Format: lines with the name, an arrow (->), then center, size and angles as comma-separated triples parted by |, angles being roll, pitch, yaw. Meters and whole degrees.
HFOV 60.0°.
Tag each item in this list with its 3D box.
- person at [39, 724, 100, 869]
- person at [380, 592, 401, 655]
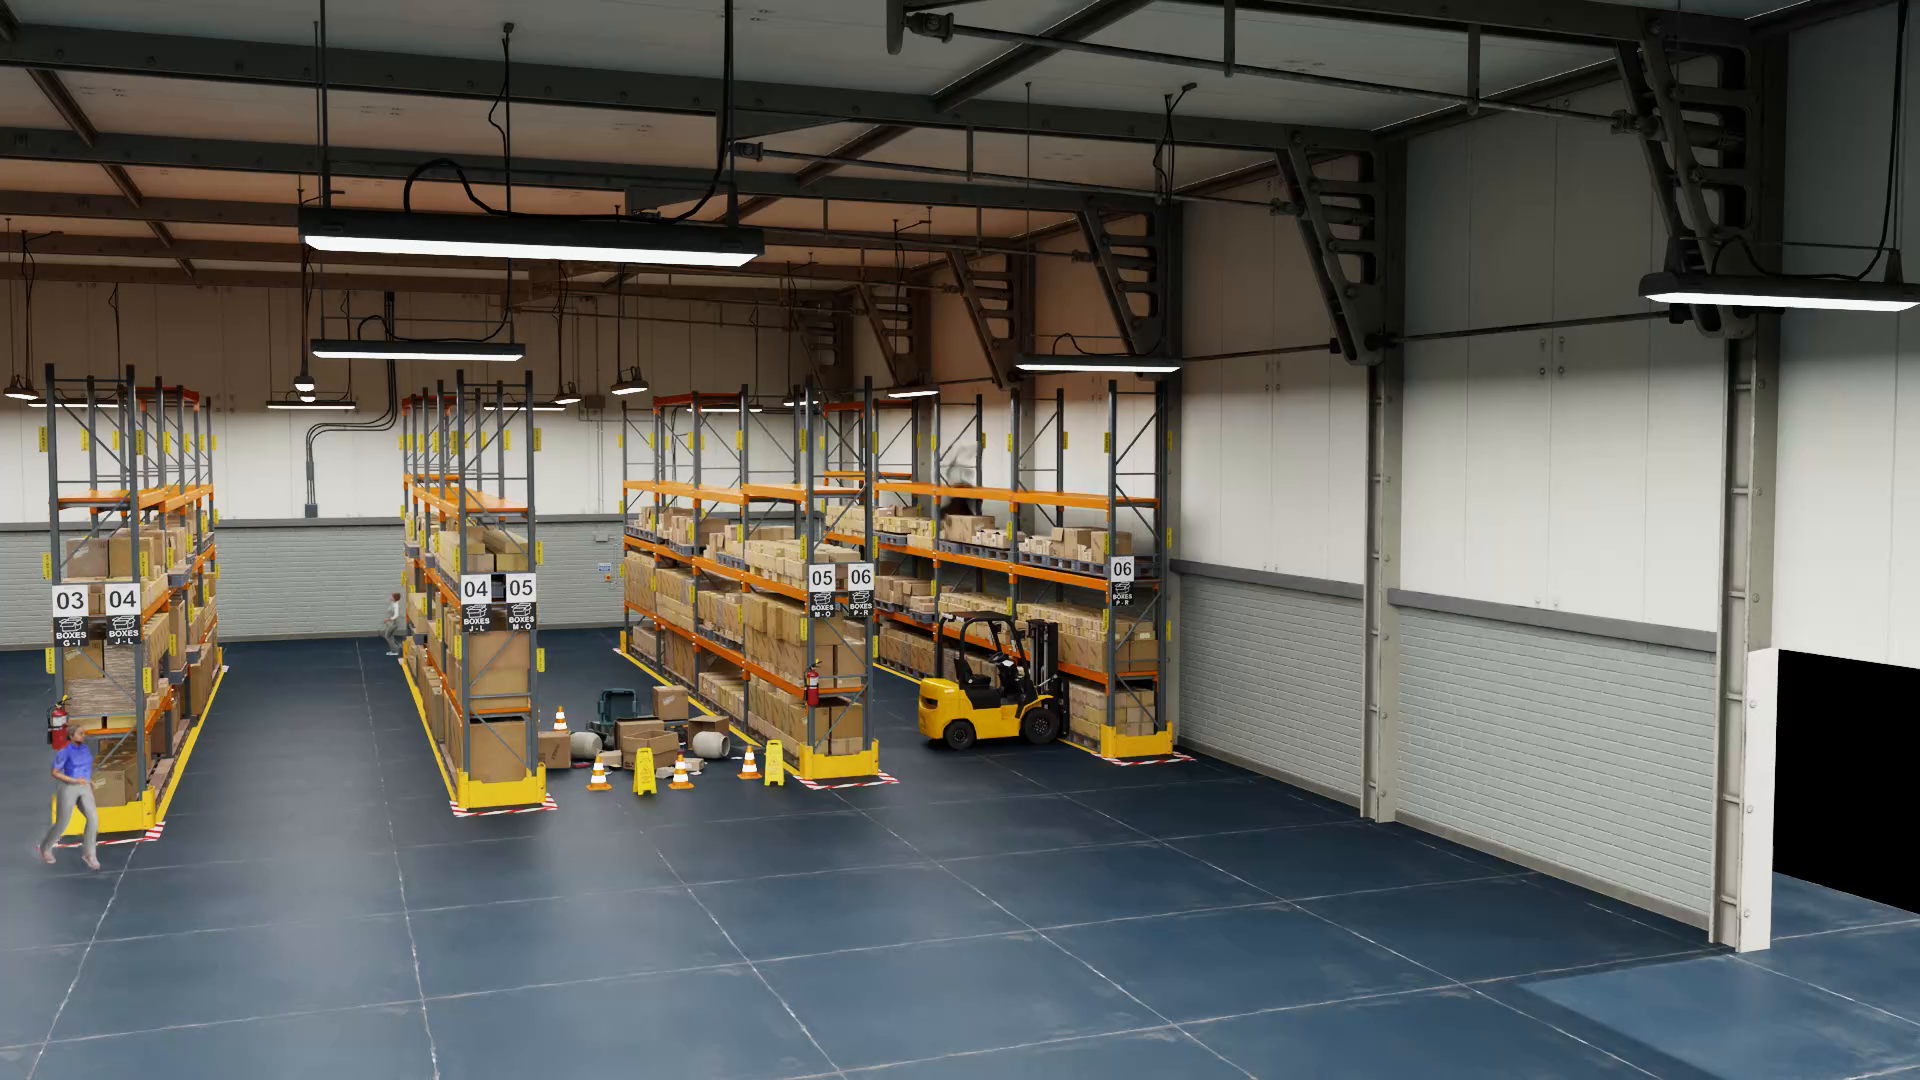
person -> -10.499, 3.026, 19.725 | 0.851, 1.681, 0.618 | 1, 4, 22
person -> -13.333, 1.962, 38.933 | 0.484, 1.512, 0.626 | -1, 3, -16
